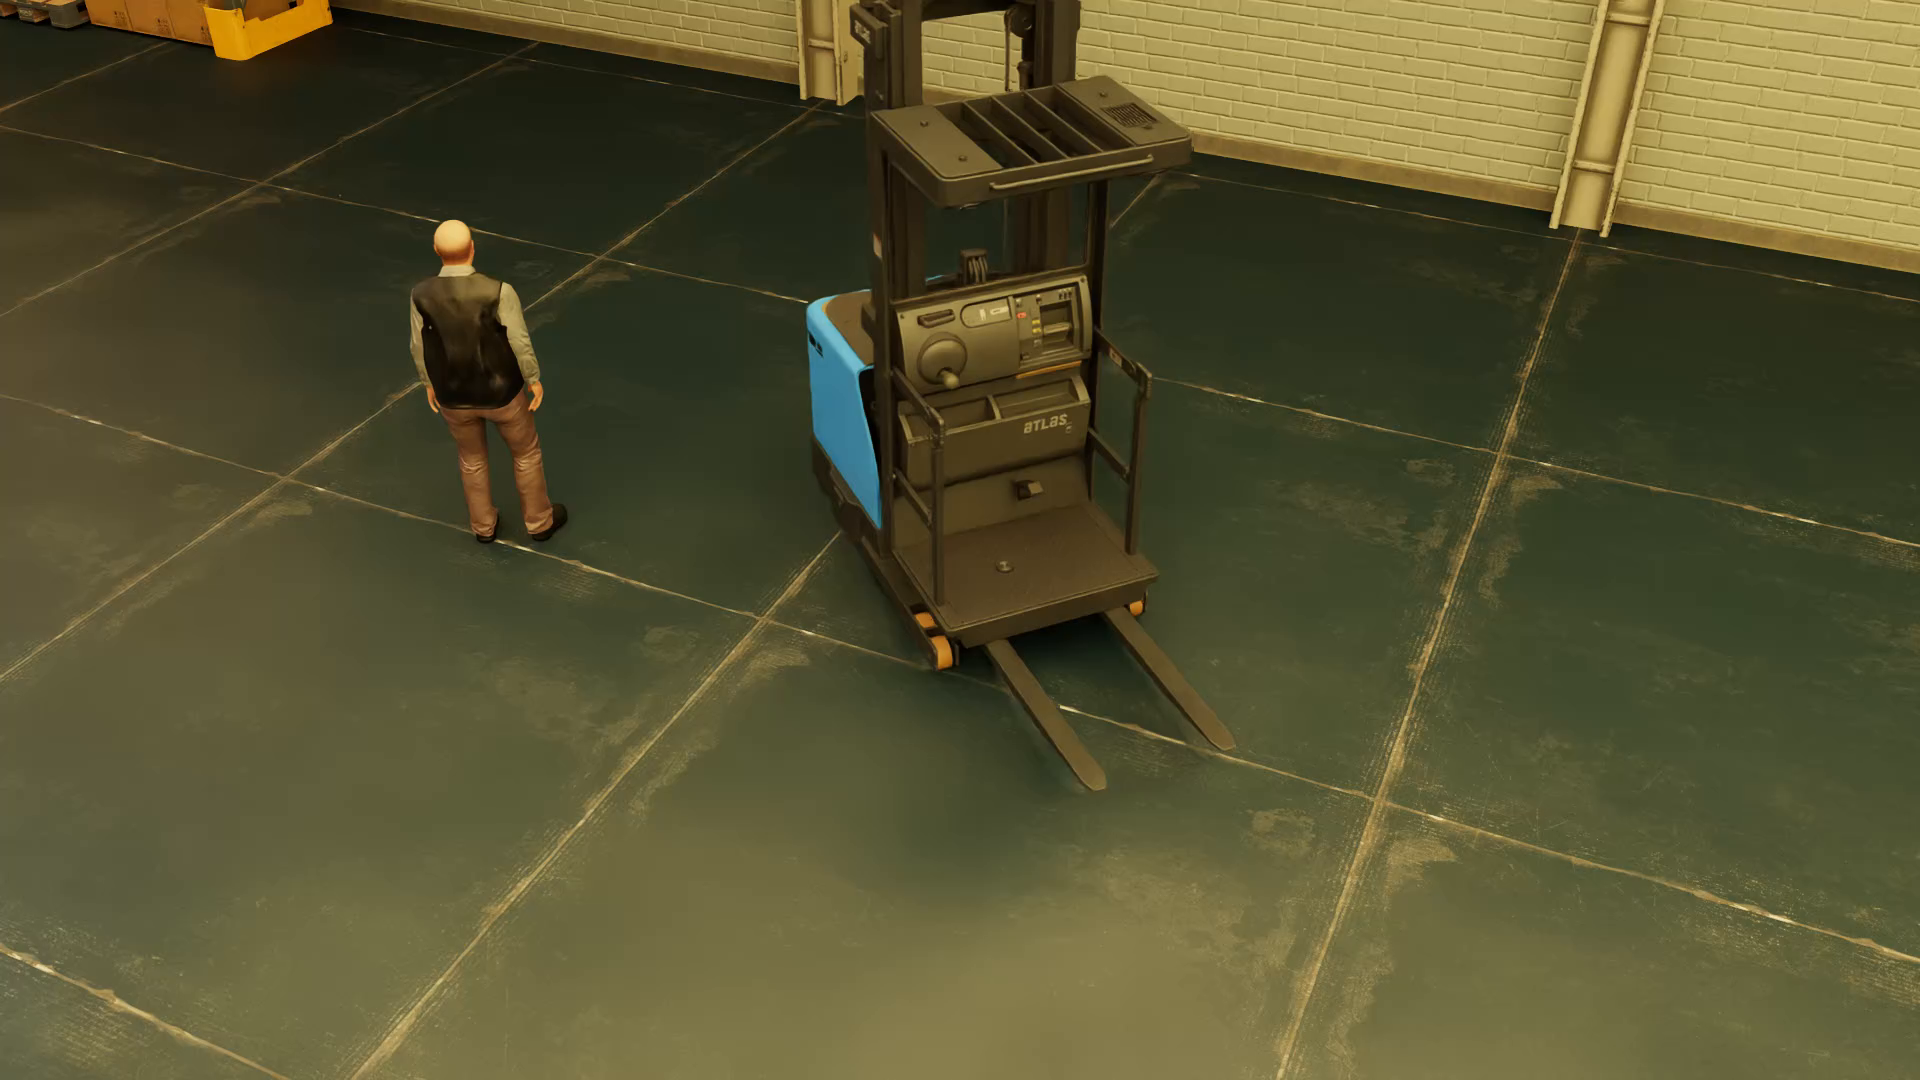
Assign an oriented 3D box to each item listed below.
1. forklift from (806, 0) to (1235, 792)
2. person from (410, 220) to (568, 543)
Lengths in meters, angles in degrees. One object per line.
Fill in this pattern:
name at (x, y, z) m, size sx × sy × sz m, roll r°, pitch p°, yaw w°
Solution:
forklift at (0.250, -0.869, 7.305) m, size 1.130 × 2.935 × 3.031 m, roll -14°, pitch 38°, yaw -19°
person at (-2.347, -0.732, 8.157) m, size 0.580 × 1.719 × 0.422 m, roll -1°, pitch 36°, yaw -1°
